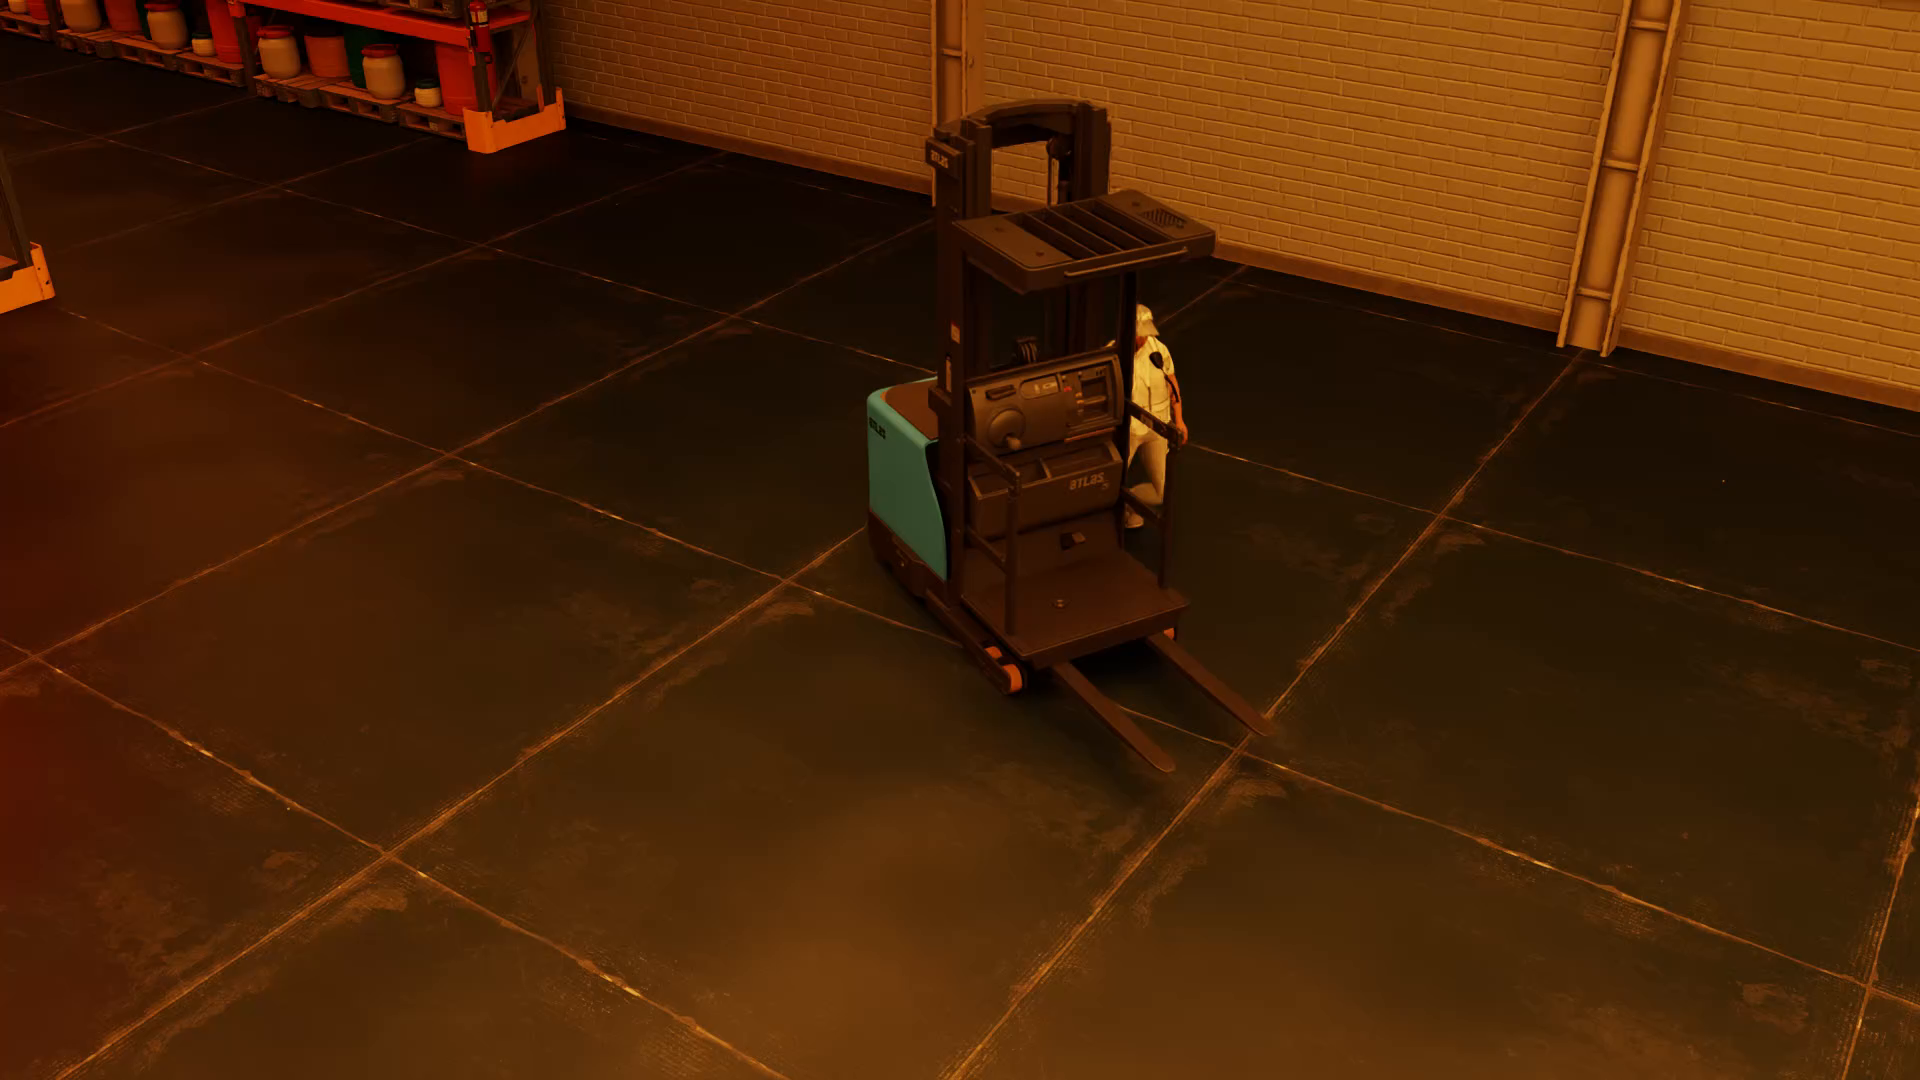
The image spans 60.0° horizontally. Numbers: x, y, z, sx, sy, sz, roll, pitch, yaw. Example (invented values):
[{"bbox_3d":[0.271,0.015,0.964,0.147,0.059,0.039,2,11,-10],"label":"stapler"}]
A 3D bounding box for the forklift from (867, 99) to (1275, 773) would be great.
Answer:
[{"bbox_3d":[0.575,-0.688,8.766,1.130,2.935,3.031,-15,33,-24],"label":"forklift"}]

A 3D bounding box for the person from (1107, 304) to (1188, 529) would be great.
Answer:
[{"bbox_3d":[1.074,-0.609,9.955,0.720,1.578,0.692,-12,32,-19],"label":"person"}]
